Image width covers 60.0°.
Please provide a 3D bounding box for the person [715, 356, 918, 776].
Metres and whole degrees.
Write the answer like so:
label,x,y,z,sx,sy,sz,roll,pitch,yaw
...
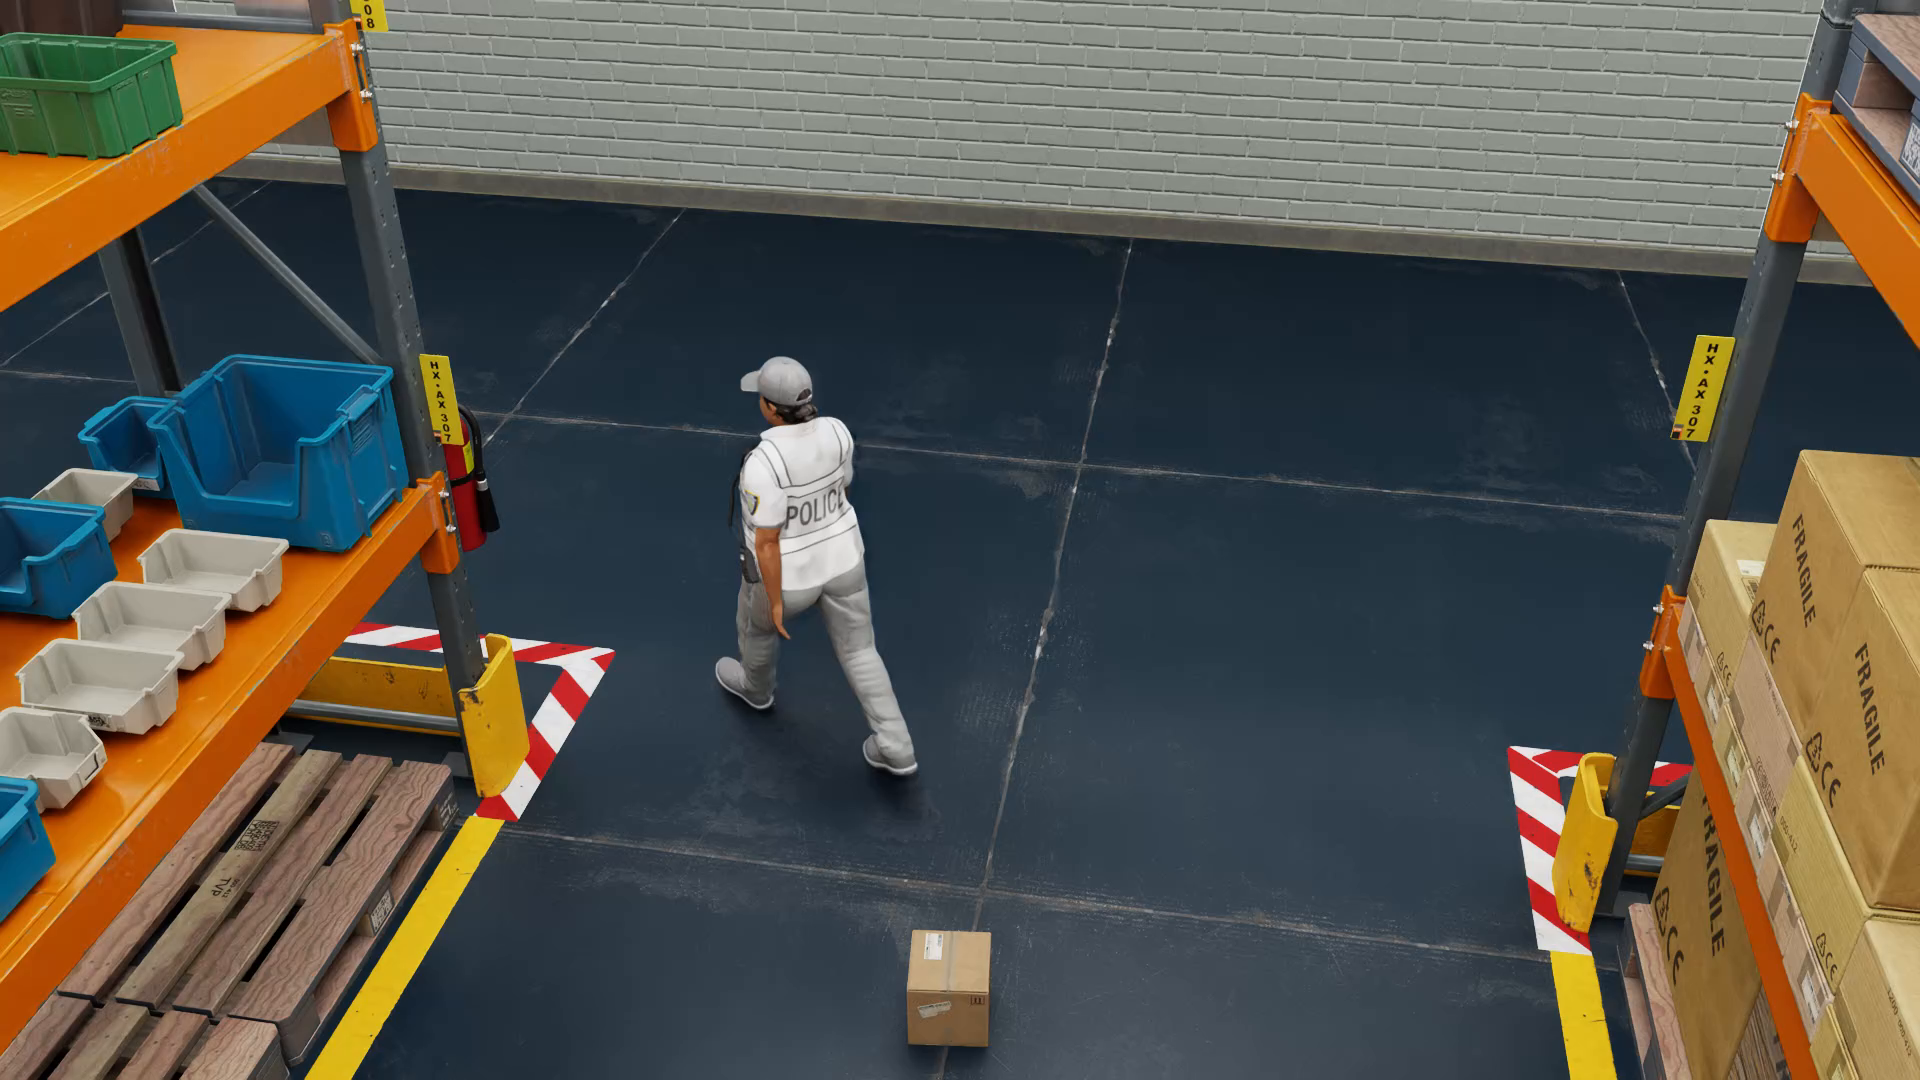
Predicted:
label,x,y,z,sx,sy,sz,roll,pitch,yaw
person,-0.567,0.078,6.028,0.481,1.611,1.065,-21,38,-29
